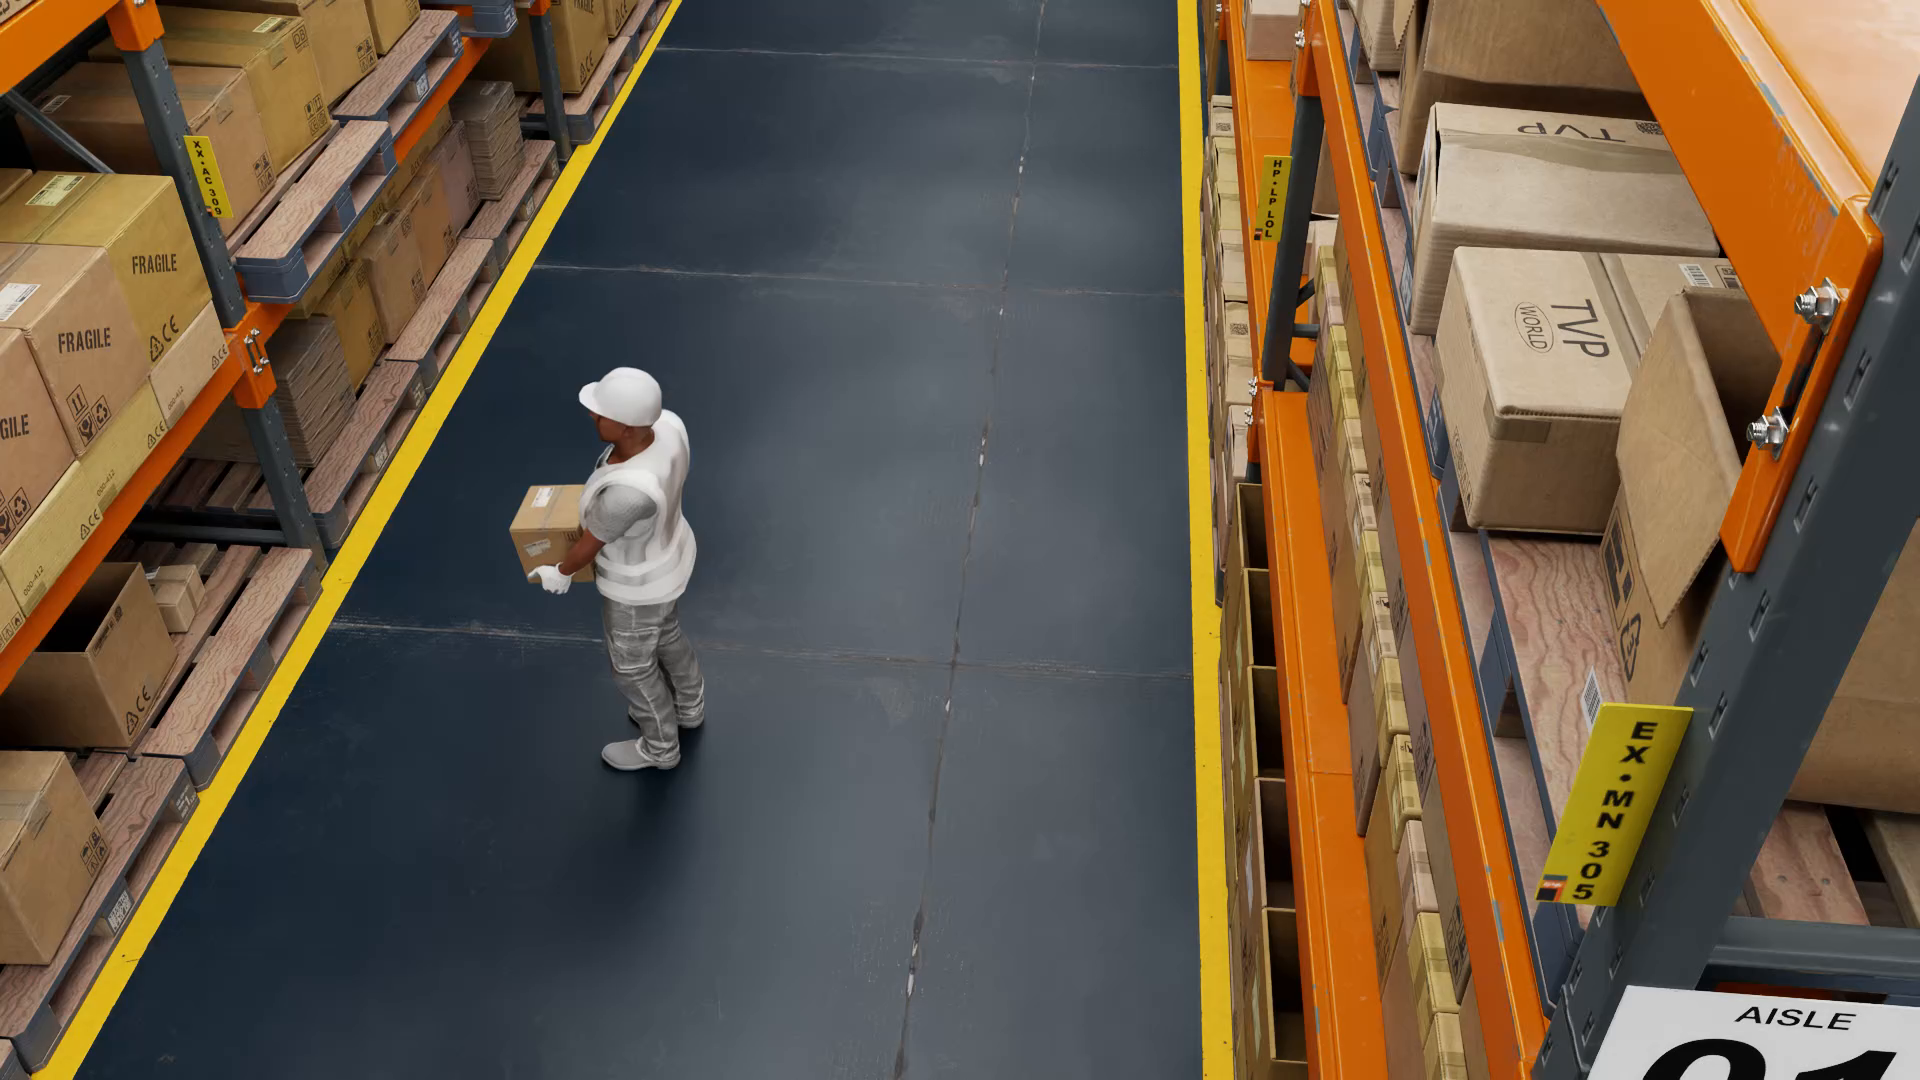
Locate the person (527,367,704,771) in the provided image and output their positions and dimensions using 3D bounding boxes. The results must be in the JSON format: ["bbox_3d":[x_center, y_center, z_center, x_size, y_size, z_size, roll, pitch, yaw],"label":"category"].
[{"bbox_3d":[-1.238,0.119,6.000,0.571,1.779,0.488,4,40,5],"label":"person"}]
